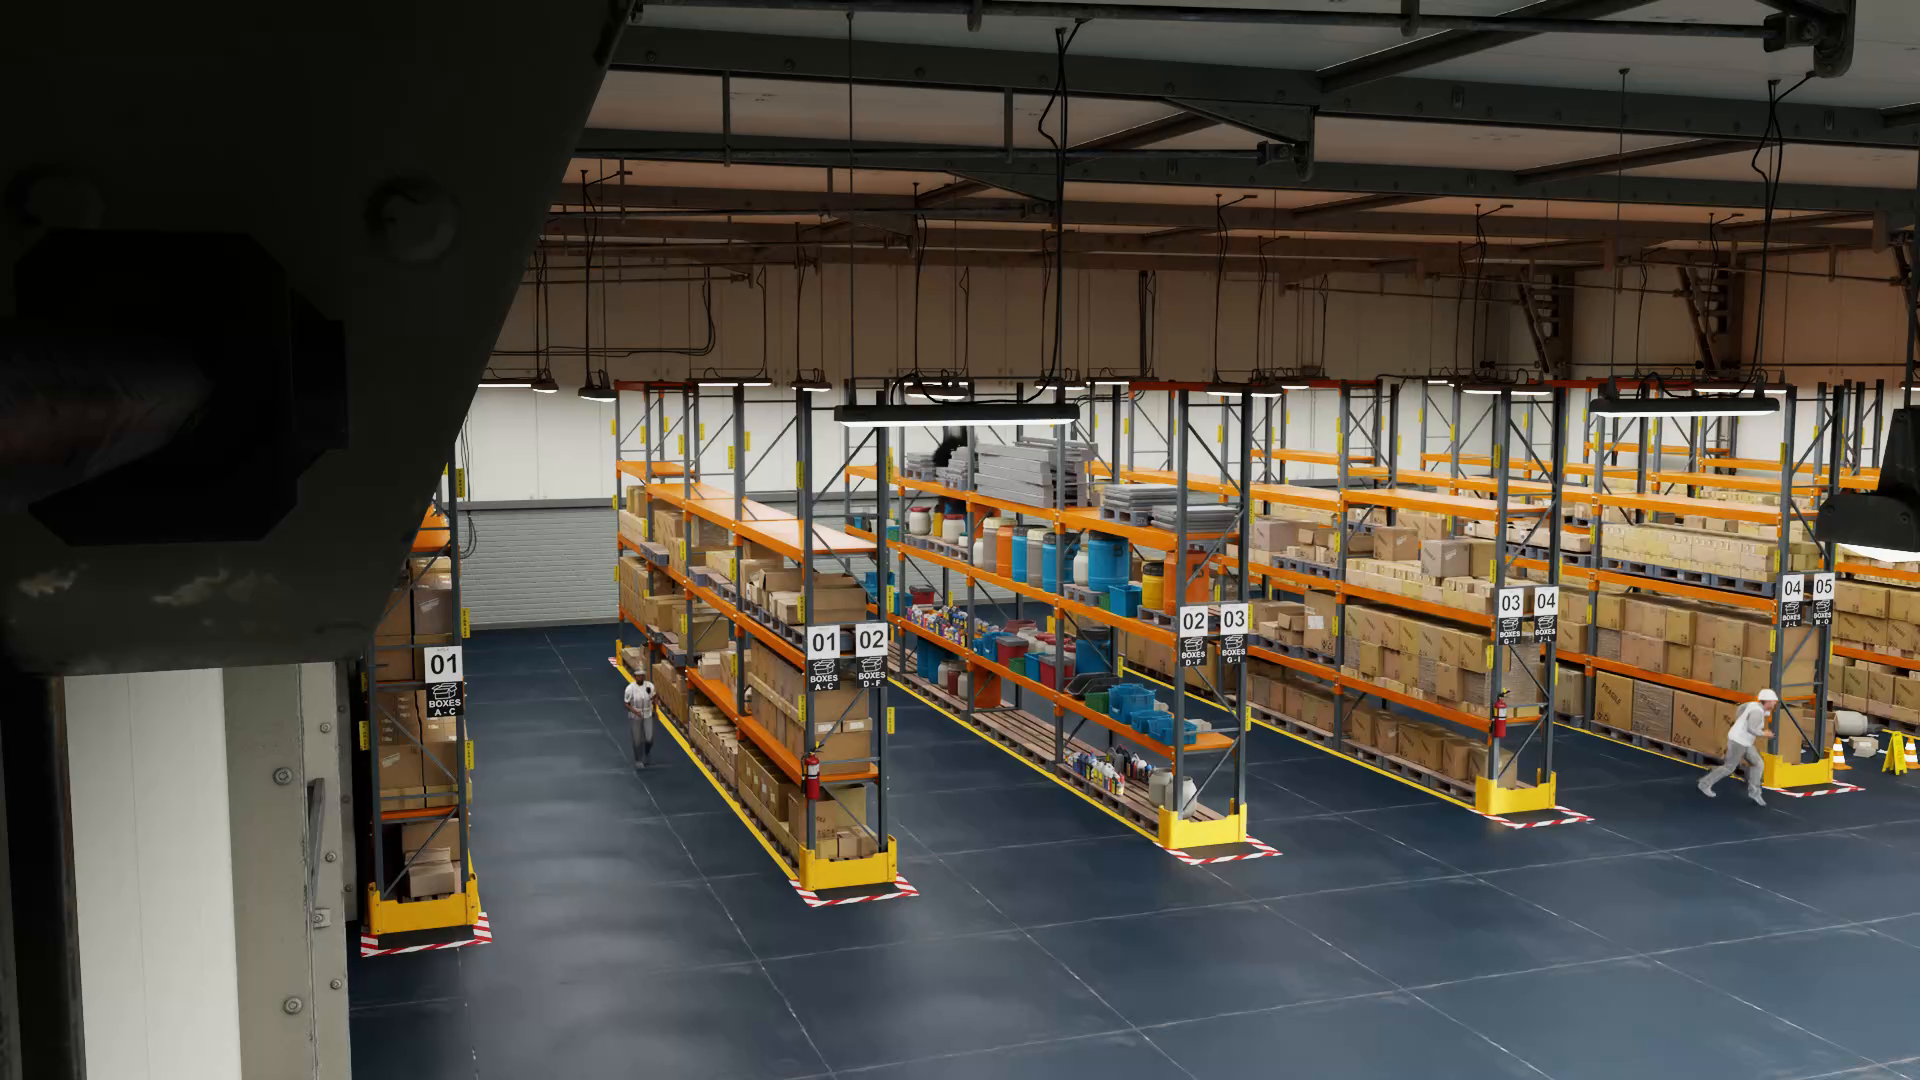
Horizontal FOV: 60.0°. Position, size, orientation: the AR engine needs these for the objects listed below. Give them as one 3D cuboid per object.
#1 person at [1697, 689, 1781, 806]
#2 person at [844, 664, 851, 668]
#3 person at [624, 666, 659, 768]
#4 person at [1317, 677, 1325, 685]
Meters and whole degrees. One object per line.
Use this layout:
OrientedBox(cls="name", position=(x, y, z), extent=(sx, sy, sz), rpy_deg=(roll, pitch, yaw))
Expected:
OrientedBox(cls="person", position=(11.253, 2.983, 24.048), extent=(1.039, 1.731, 0.701), rpy_deg=(2, 7, 22))
OrientedBox(cls="person", position=(-2.138, 1.818, 32.475), extent=(0.561, 1.657, 0.573), rpy_deg=(-2, 6, -17))
OrientedBox(cls="person", position=(-4.949, 2.769, 25.923), extent=(0.551, 1.648, 0.664), rpy_deg=(-2, 6, -20))
OrientedBox(cls="person", position=(7.096, 2.189, 31.695), extent=(0.707, 1.720, 1.024), rpy_deg=(-1, 6, -12))
